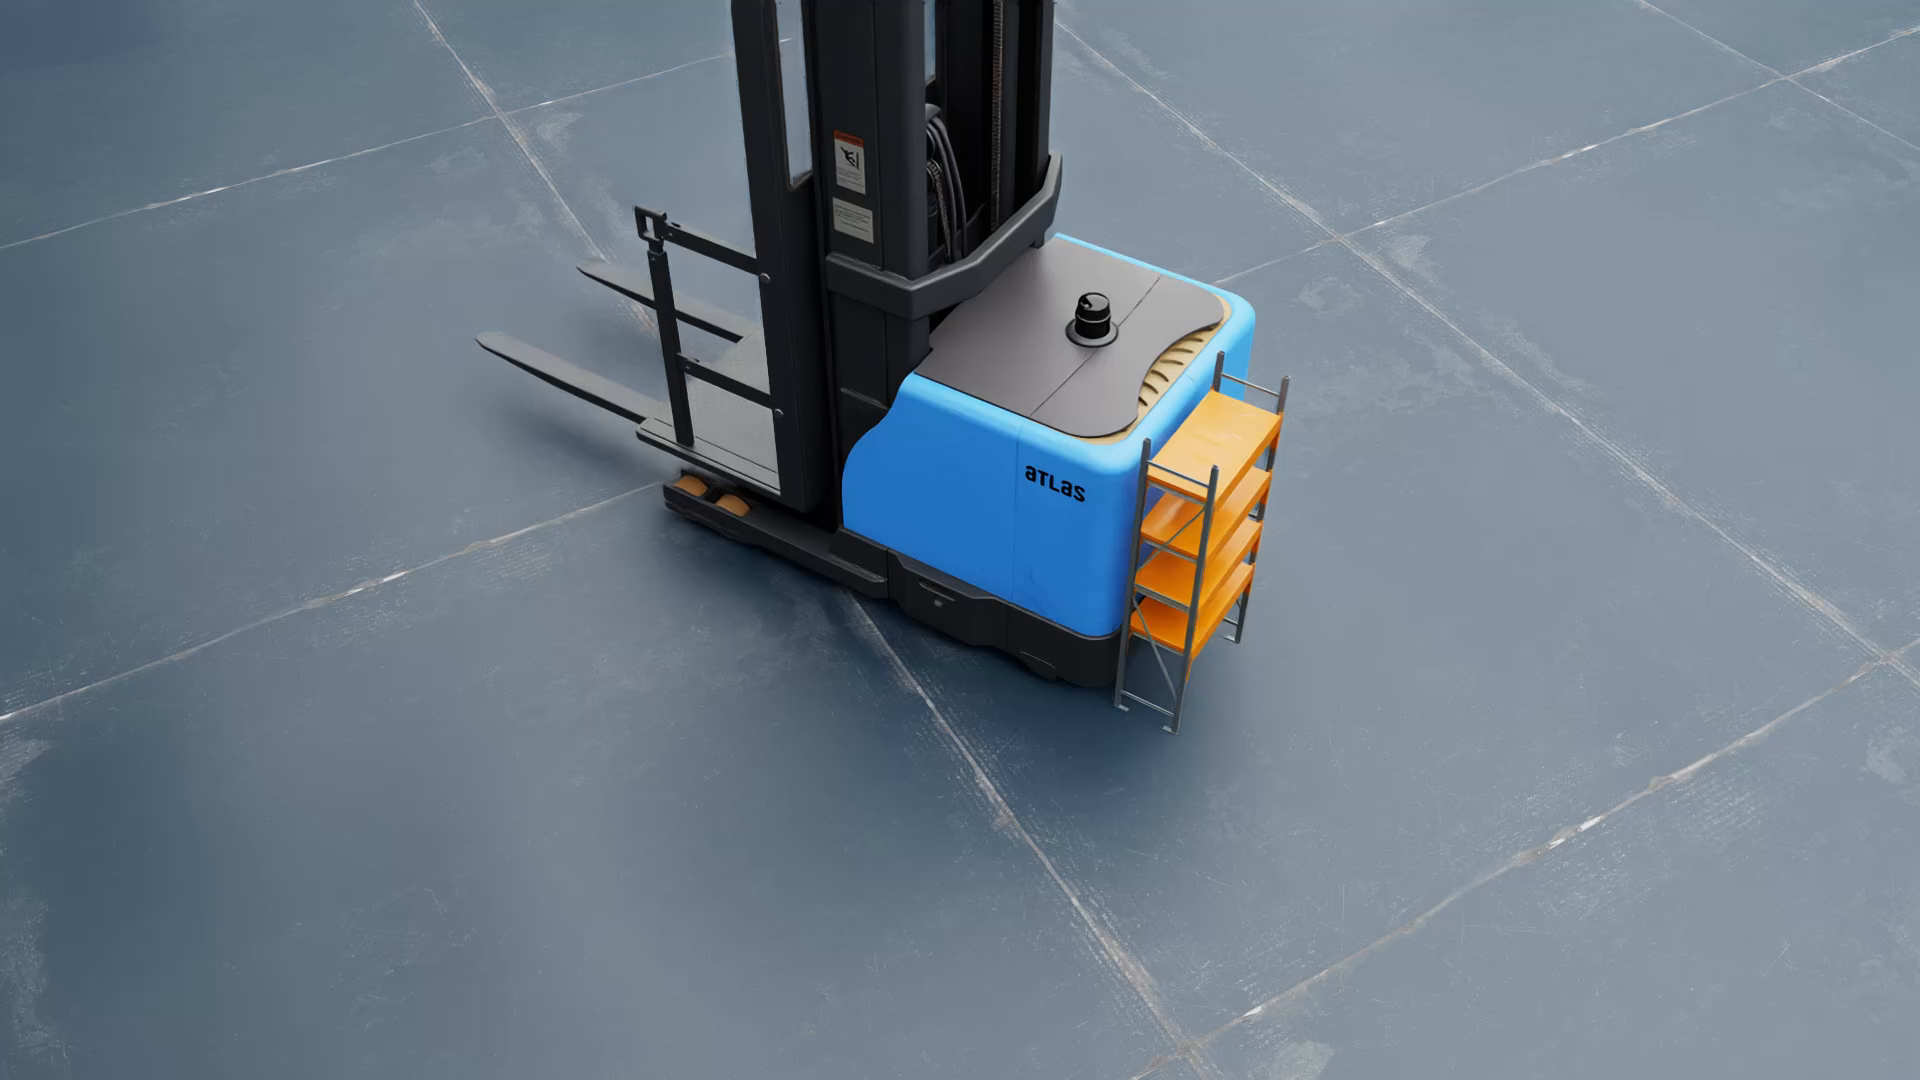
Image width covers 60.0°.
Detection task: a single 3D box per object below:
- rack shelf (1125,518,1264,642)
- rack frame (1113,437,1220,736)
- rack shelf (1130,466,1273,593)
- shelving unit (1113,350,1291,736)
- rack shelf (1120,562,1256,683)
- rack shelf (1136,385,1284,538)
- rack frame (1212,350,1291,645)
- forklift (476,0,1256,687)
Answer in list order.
[{"bbox_3d":[0.762,0.083,5.398,0.258,0.148,0.480,24,49,22],"label":"rack shelf"},{"bbox_3d":[0.632,0.178,5.203,0.240,1.200,0.015,24,49,22],"label":"rack frame"},{"bbox_3d":[0.764,-0.077,5.241,0.258,0.148,0.480,24,49,22],"label":"rack shelf"},{"bbox_3d":[0.763,0.035,5.351,0.258,1.200,0.503,24,49,22],"label":"shelving unit"},{"bbox_3d":[0.761,0.225,5.537,0.258,0.148,0.480,24,49,22],"label":"rack shelf"},{"bbox_3d":[0.765,-0.246,5.076,0.258,0.148,0.480,24,49,22],"label":"rack shelf"},{"bbox_3d":[0.893,-0.109,5.499,0.240,1.200,0.015,24,49,22],"label":"rack frame"},{"bbox_3d":[-0.519,-1.344,5.531,3.031,2.935,1.130,24,49,23],"label":"forklift"}]
